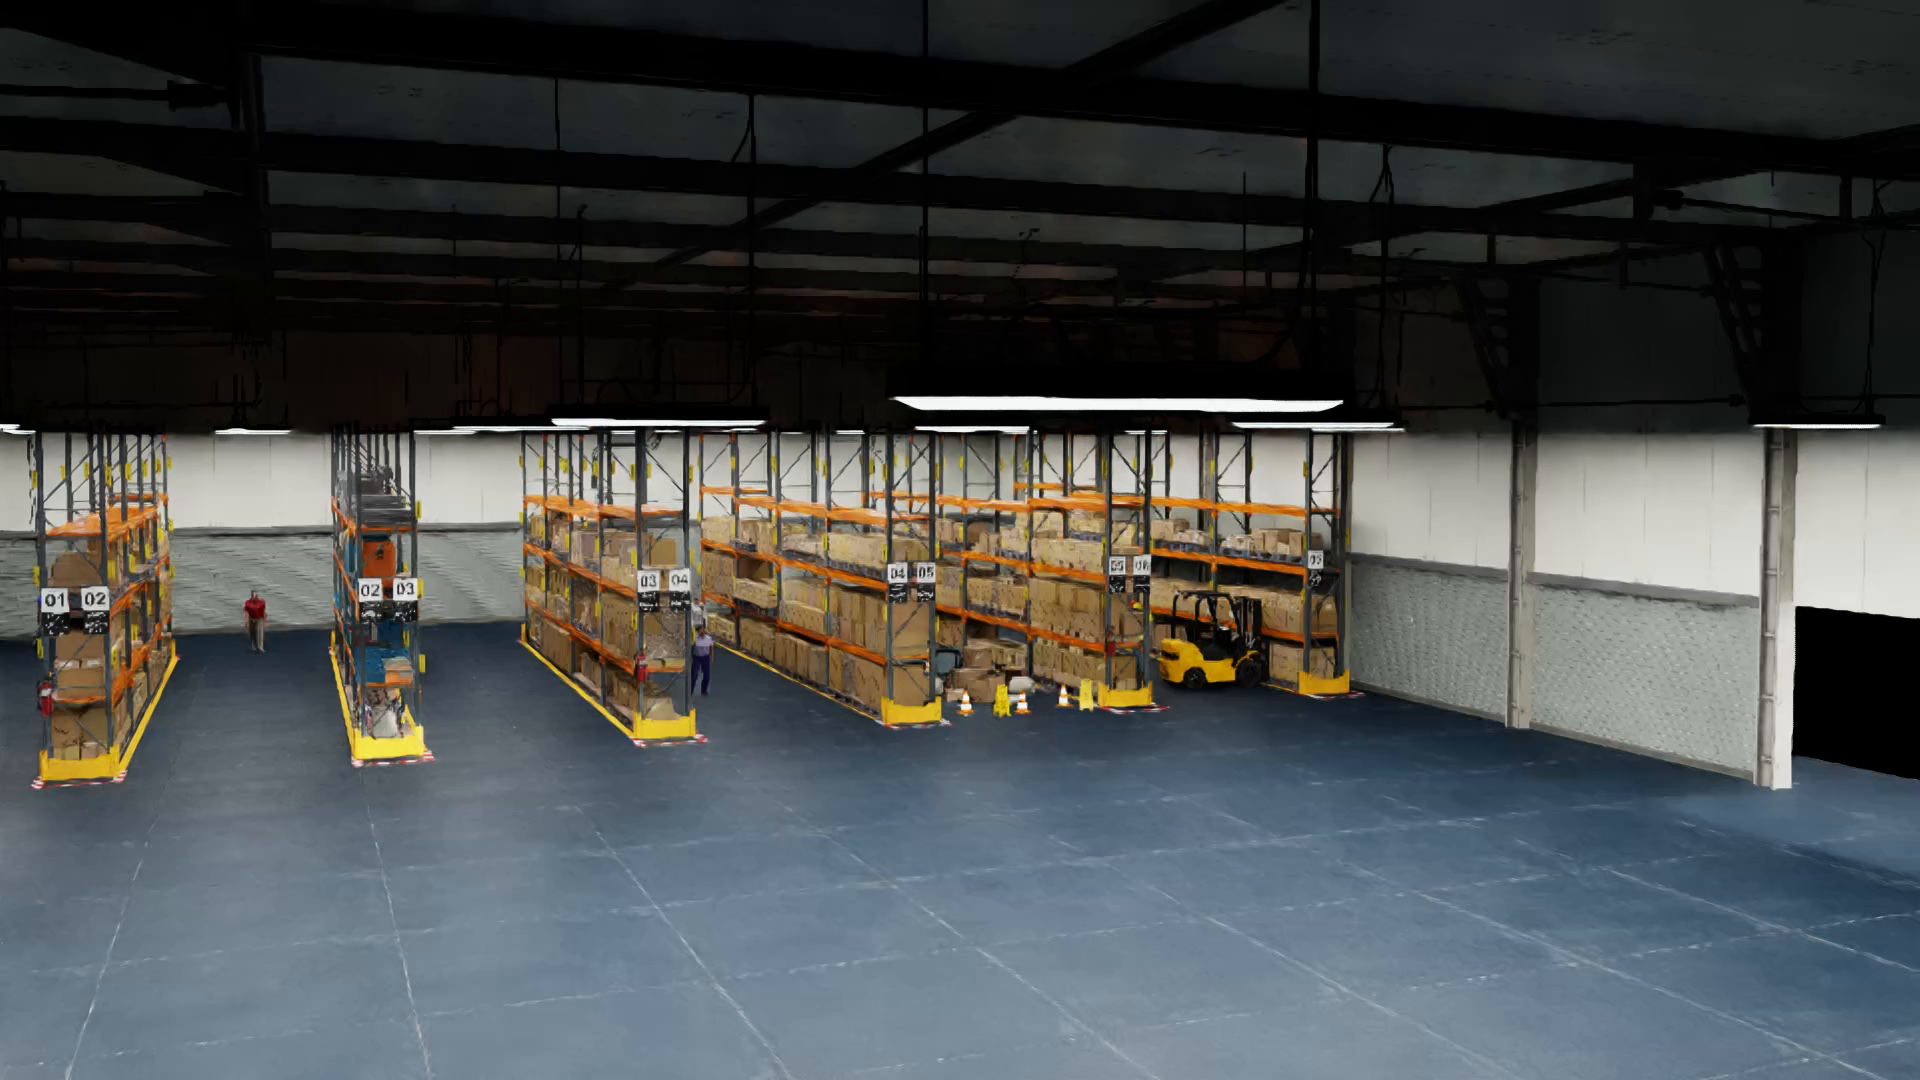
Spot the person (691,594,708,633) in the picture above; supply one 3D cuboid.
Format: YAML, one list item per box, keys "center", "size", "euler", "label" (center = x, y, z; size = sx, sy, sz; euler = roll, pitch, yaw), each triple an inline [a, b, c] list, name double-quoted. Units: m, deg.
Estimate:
- center: [-6.905, 2.200, 43.499]
  size: [0.639, 1.628, 0.512]
  euler: [-2, 4, -24]
  label: "person"

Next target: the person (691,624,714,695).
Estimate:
- center: [-5.733, 2.642, 36.670]
  size: [0.625, 1.596, 0.517]
  euler: [-2, 4, -24]
  label: "person"

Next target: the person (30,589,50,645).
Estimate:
- center: [-24.986, 2.063, 45.230]
  size: [0.439, 1.651, 0.626]
  euler: [1, 4, 13]
  label: "person"

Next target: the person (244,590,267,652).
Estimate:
- center: [-18.662, 2.133, 44.039]
  size: [0.542, 1.645, 1.126]
  euler: [-1, 4, -19]
  label: "person"

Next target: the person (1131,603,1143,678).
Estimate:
- center: [4.182, 2.361, 39.470]
  size: [0.570, 1.764, 0.669]
  euler: [1, 4, 8]
  label: "person"
